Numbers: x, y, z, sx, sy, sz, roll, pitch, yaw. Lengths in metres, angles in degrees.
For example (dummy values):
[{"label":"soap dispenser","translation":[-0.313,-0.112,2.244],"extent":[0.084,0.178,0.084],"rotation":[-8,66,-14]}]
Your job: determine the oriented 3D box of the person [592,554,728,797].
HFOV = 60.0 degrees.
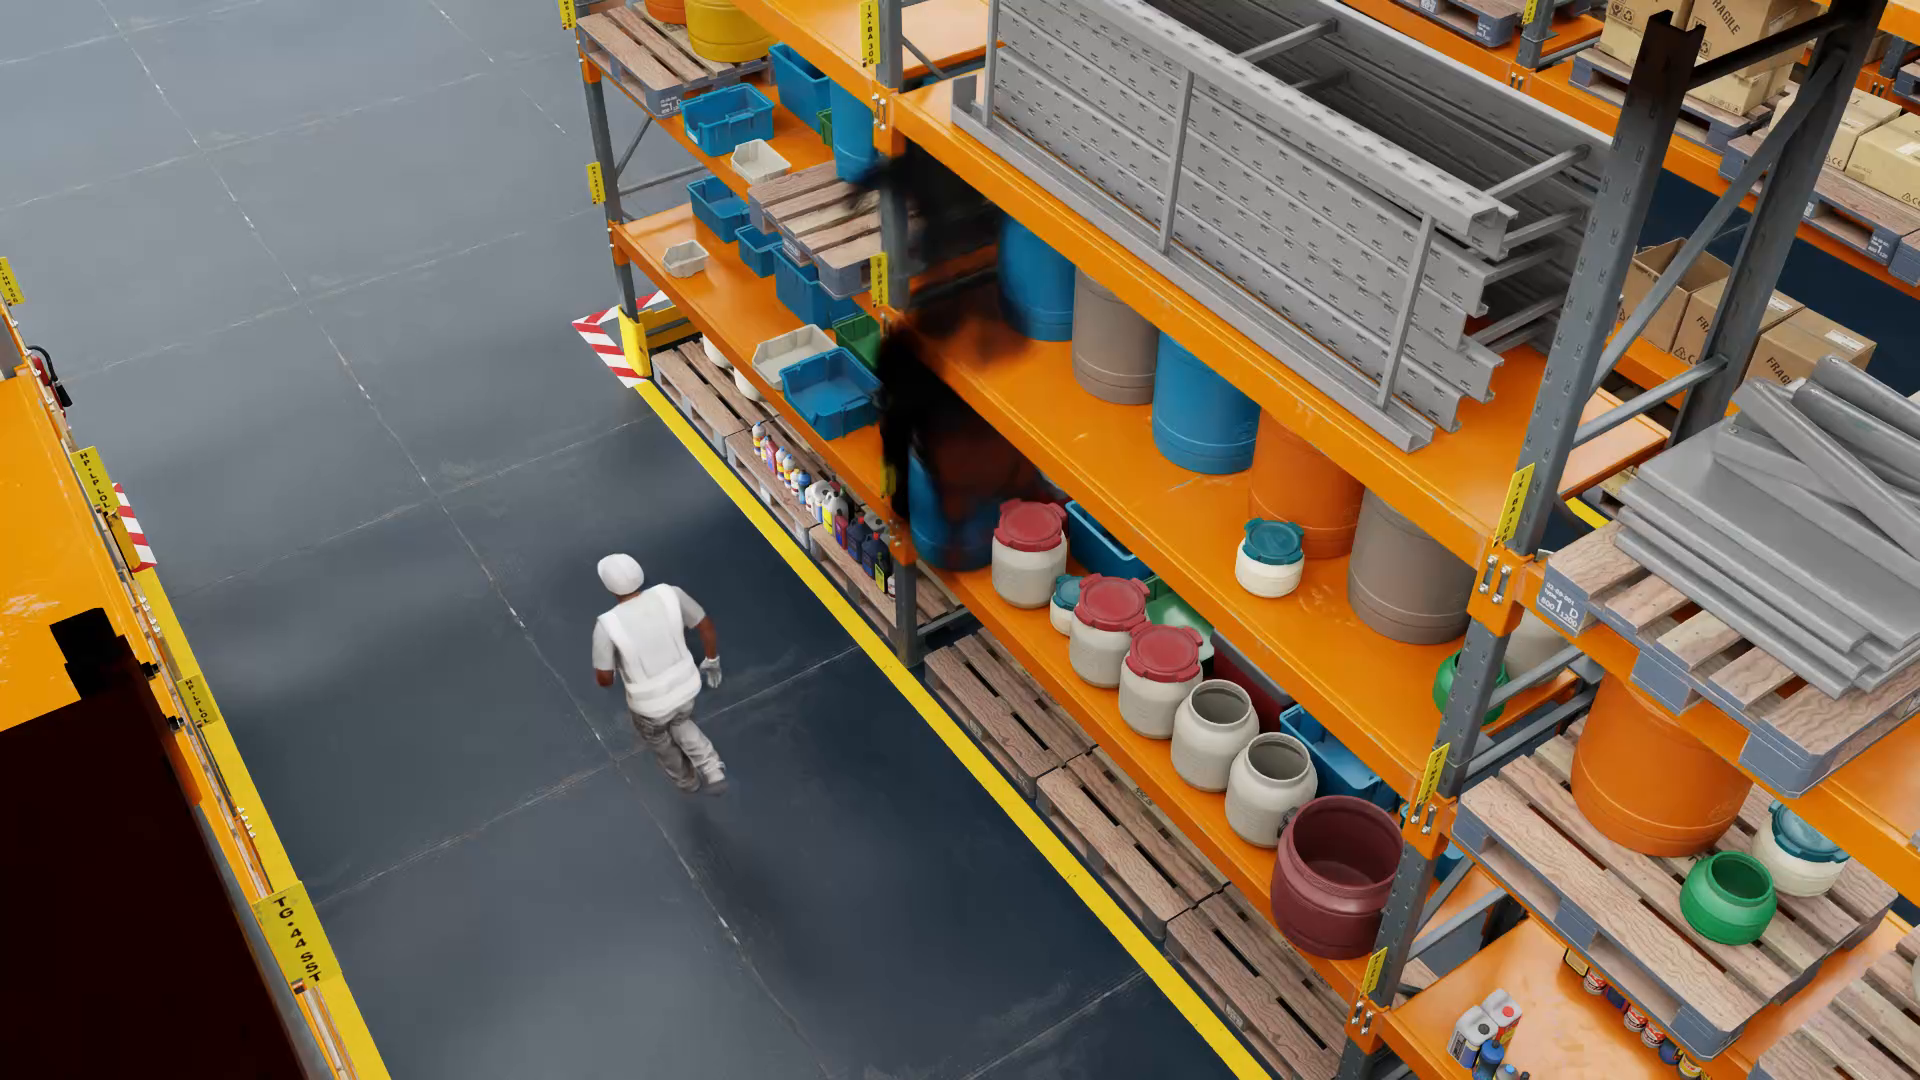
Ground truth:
[{"label":"person","translation":[-1.623,0.857,9.166],"extent":[0.678,1.720,0.817],"rotation":[-34,52,-31]}]
